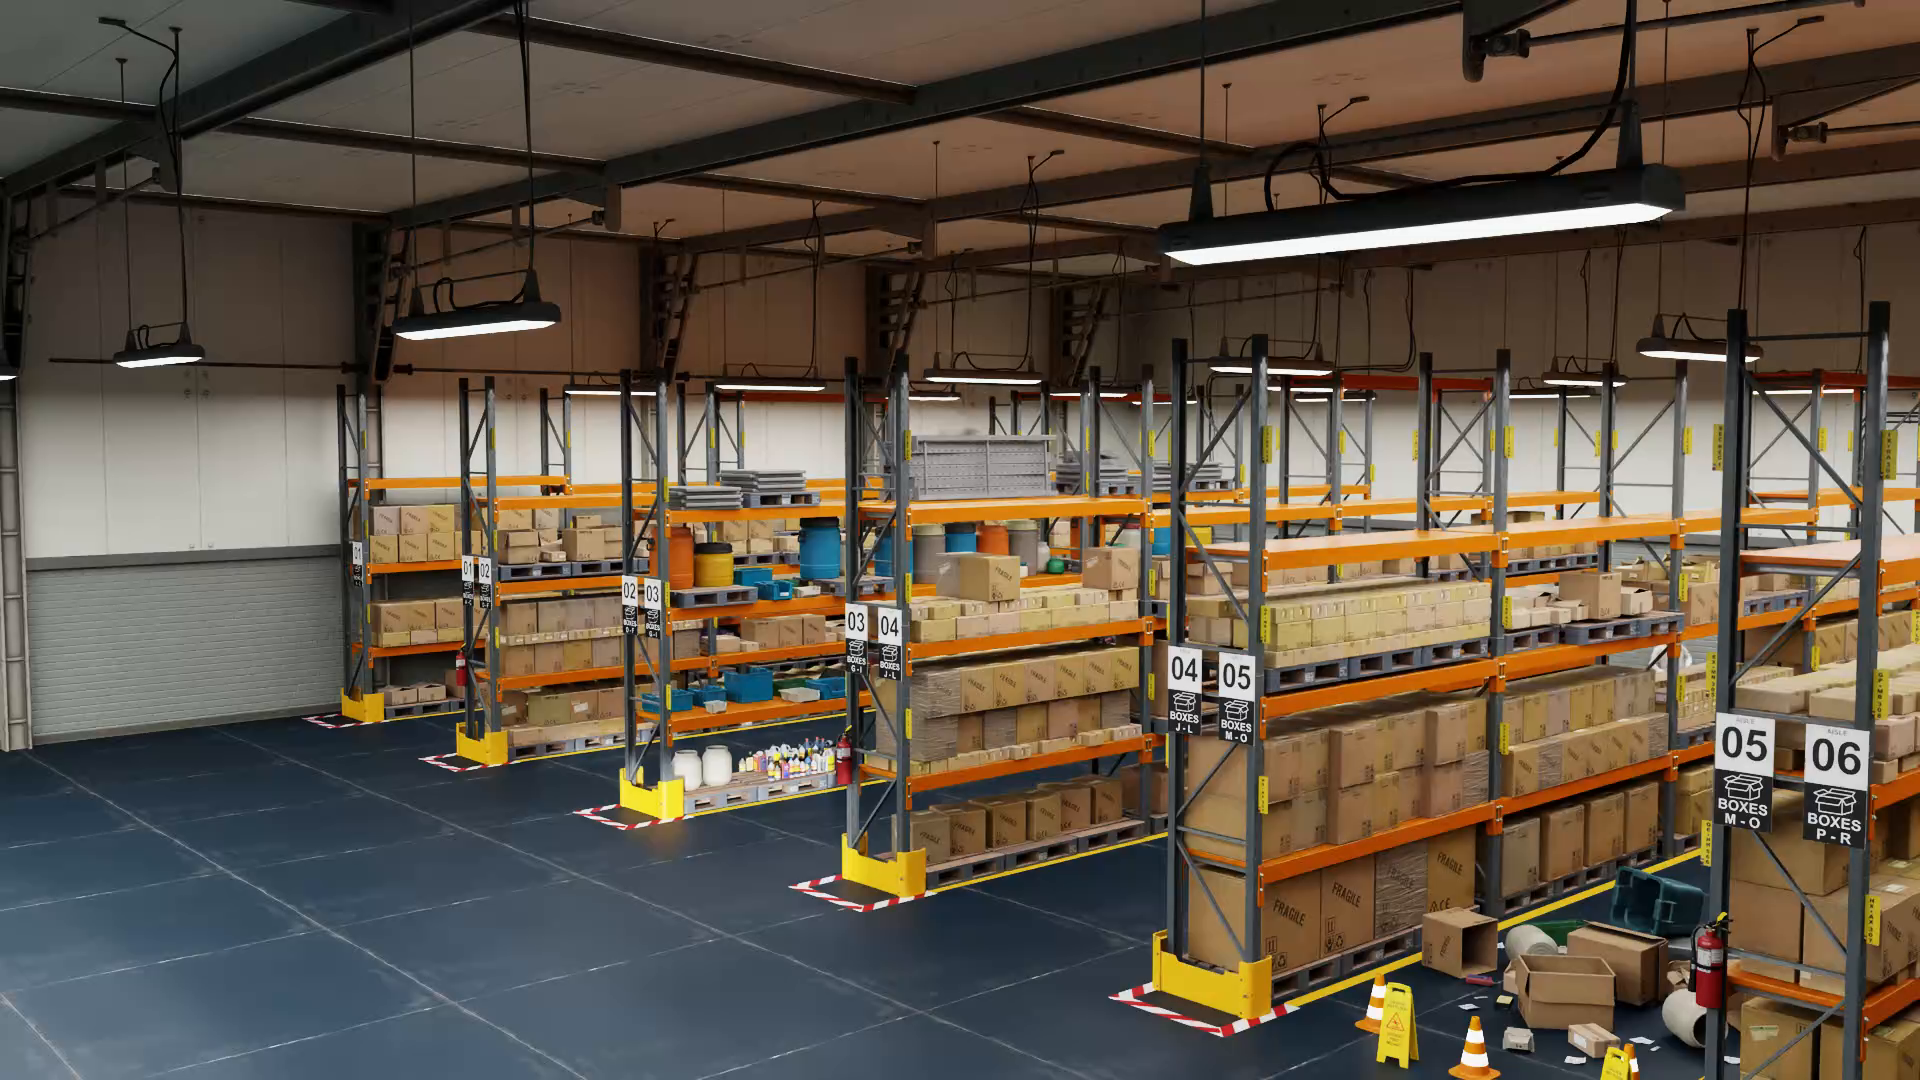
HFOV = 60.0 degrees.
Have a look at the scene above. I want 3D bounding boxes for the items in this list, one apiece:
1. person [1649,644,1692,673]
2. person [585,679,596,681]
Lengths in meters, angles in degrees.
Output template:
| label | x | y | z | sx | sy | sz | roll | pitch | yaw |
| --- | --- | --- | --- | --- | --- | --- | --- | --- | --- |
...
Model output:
| label | x | y | z | sx | sy | sz | roll | pitch | yaw |
| --- | --- | --- | --- | --- | --- | --- | --- | --- | --- |
| person | 12.358 | 2.434 | 28.844 | 0.750 | 1.723 | 0.594 | 0 | 4 | 0 |
| person | -6.532 | 2.396 | 29.529 | 0.560 | 1.713 | 0.742 | 3 | 5 | 34 |
